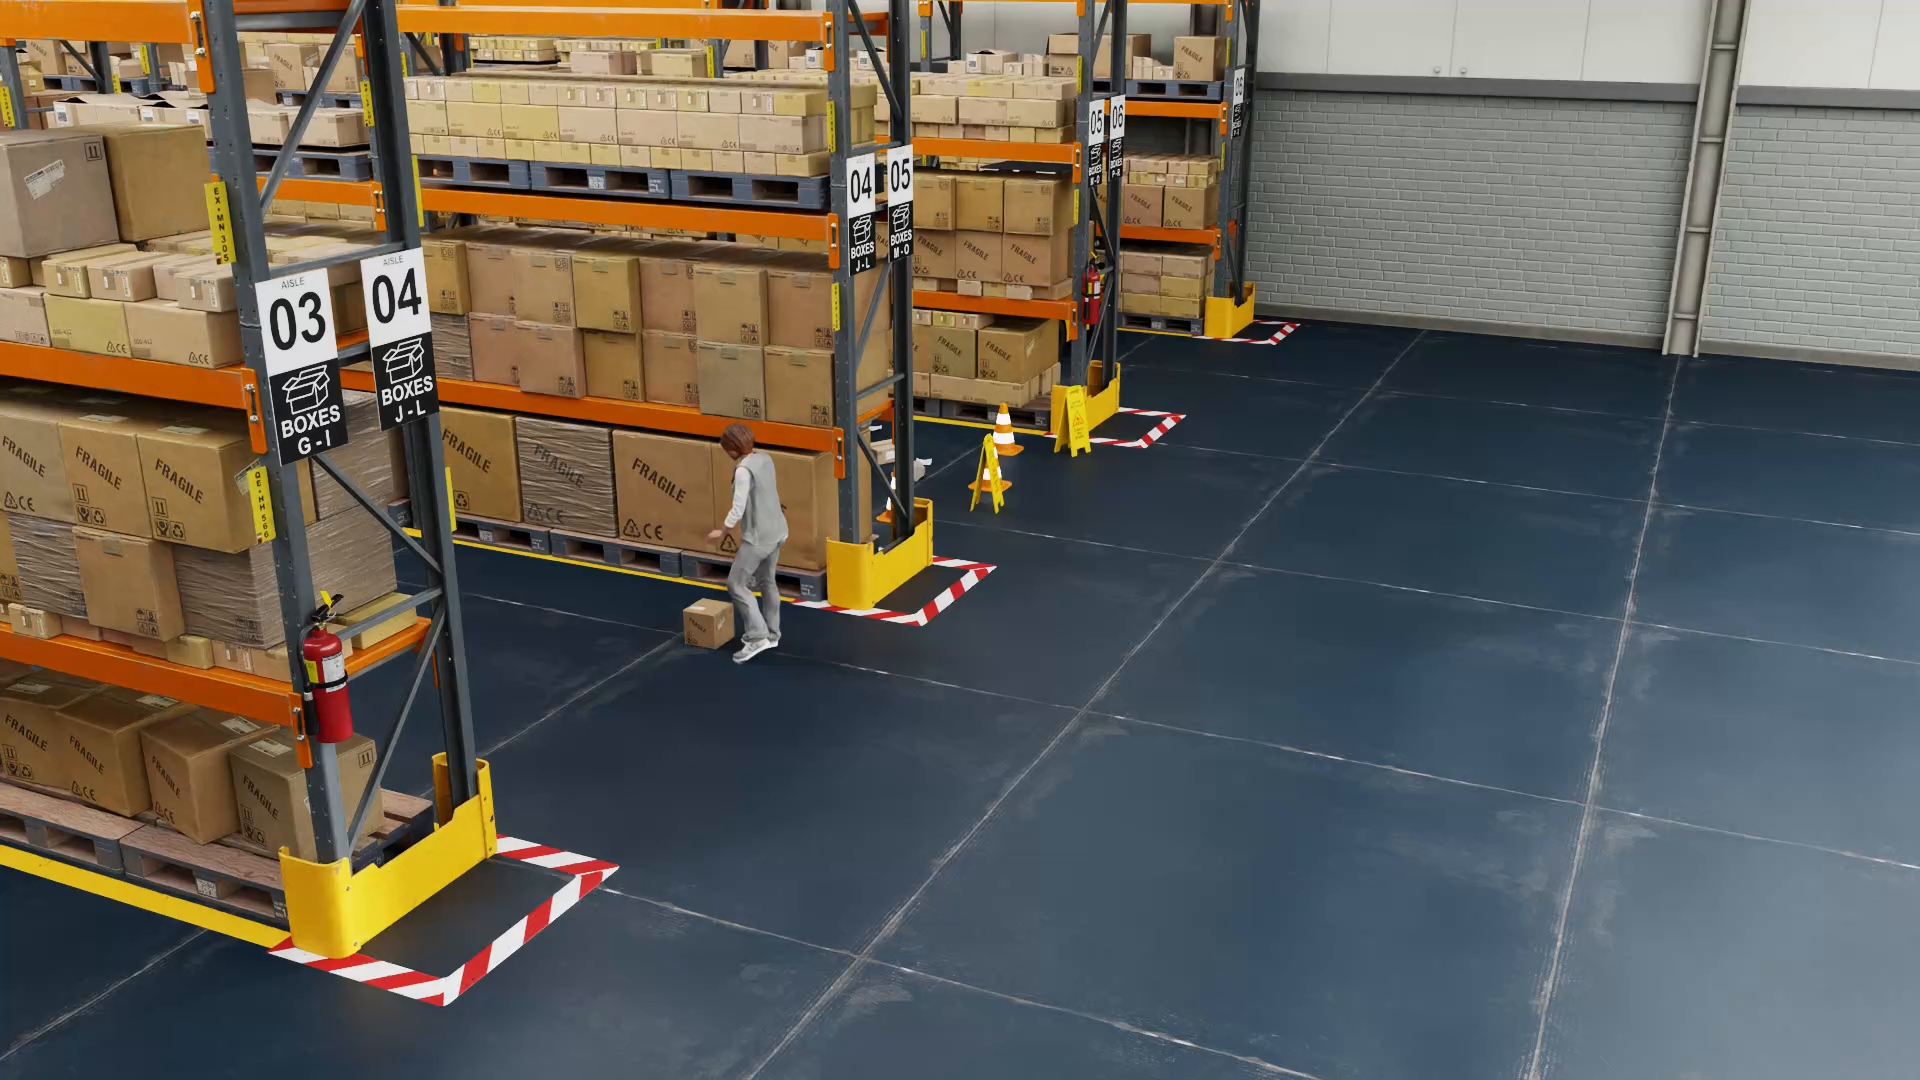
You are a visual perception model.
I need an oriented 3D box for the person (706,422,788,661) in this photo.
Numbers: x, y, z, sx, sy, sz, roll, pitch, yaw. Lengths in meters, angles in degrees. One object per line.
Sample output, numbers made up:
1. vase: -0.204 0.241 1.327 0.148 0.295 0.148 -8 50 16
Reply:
1. person: -1.406 0.008 11.066 0.511 1.577 0.436 6 20 17
